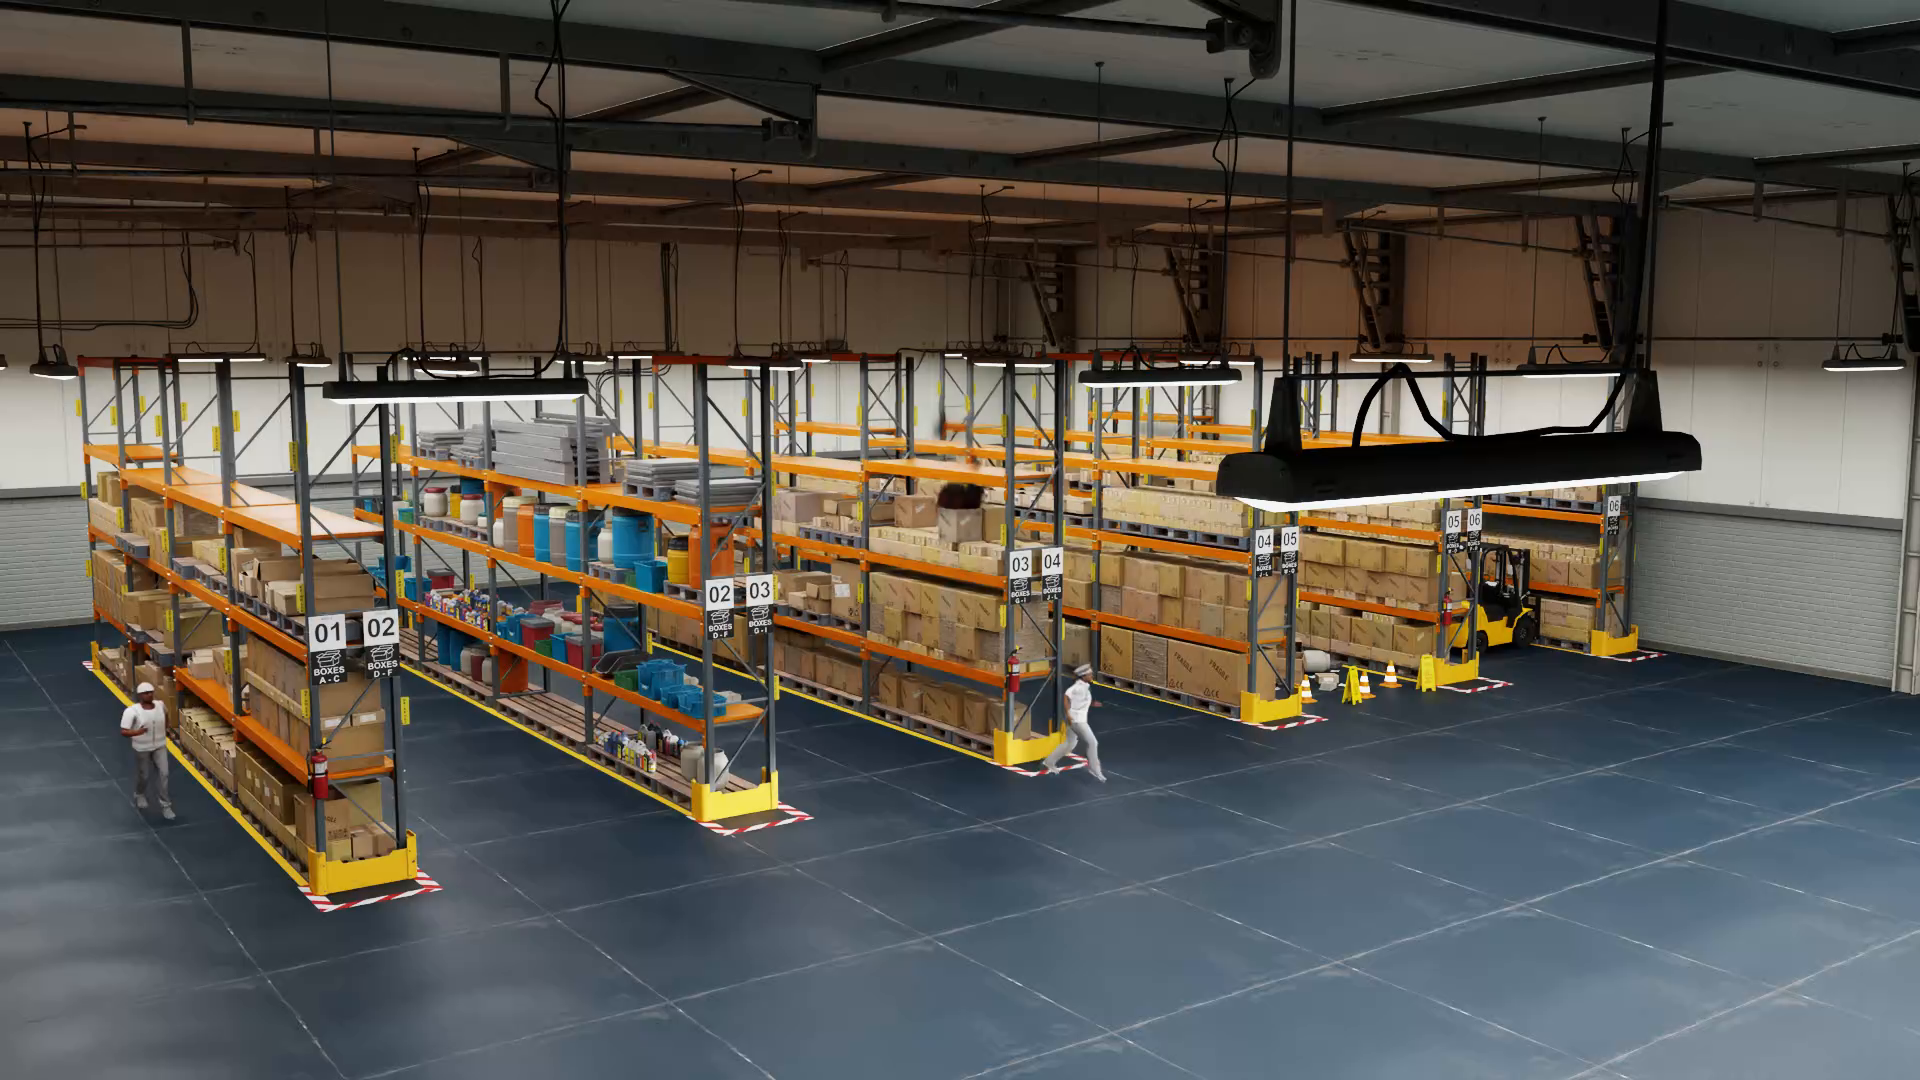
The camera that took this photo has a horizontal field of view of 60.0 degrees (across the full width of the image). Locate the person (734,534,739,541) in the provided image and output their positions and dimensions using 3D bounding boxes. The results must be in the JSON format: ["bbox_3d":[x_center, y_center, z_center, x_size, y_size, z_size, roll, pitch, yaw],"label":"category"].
[{"bbox_3d":[-5.465,0.644,40.314,0.574,1.661,0.690,-1,7,-11],"label":"person"}]

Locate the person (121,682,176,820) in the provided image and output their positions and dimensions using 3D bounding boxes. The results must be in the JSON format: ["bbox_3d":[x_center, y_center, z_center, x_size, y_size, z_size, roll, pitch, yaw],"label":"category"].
[{"bbox_3d":[-10.737,2.766,22.026,0.688,1.788,0.912,-7,10,-45],"label":"person"}]

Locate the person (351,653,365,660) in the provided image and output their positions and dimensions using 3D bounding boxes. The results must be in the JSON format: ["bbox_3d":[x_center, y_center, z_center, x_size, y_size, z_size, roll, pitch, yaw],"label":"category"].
[{"bbox_3d":[-11.400,1.720,31.192,0.647,1.695,0.629,-5,8,-35],"label":"person"}]

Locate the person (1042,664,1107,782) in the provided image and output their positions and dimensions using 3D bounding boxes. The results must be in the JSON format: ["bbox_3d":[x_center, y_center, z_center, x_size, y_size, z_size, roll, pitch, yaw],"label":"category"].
[{"bbox_3d":[1.649,2.619,23.836,0.937,1.728,0.601,1,7,5],"label":"person"}]
